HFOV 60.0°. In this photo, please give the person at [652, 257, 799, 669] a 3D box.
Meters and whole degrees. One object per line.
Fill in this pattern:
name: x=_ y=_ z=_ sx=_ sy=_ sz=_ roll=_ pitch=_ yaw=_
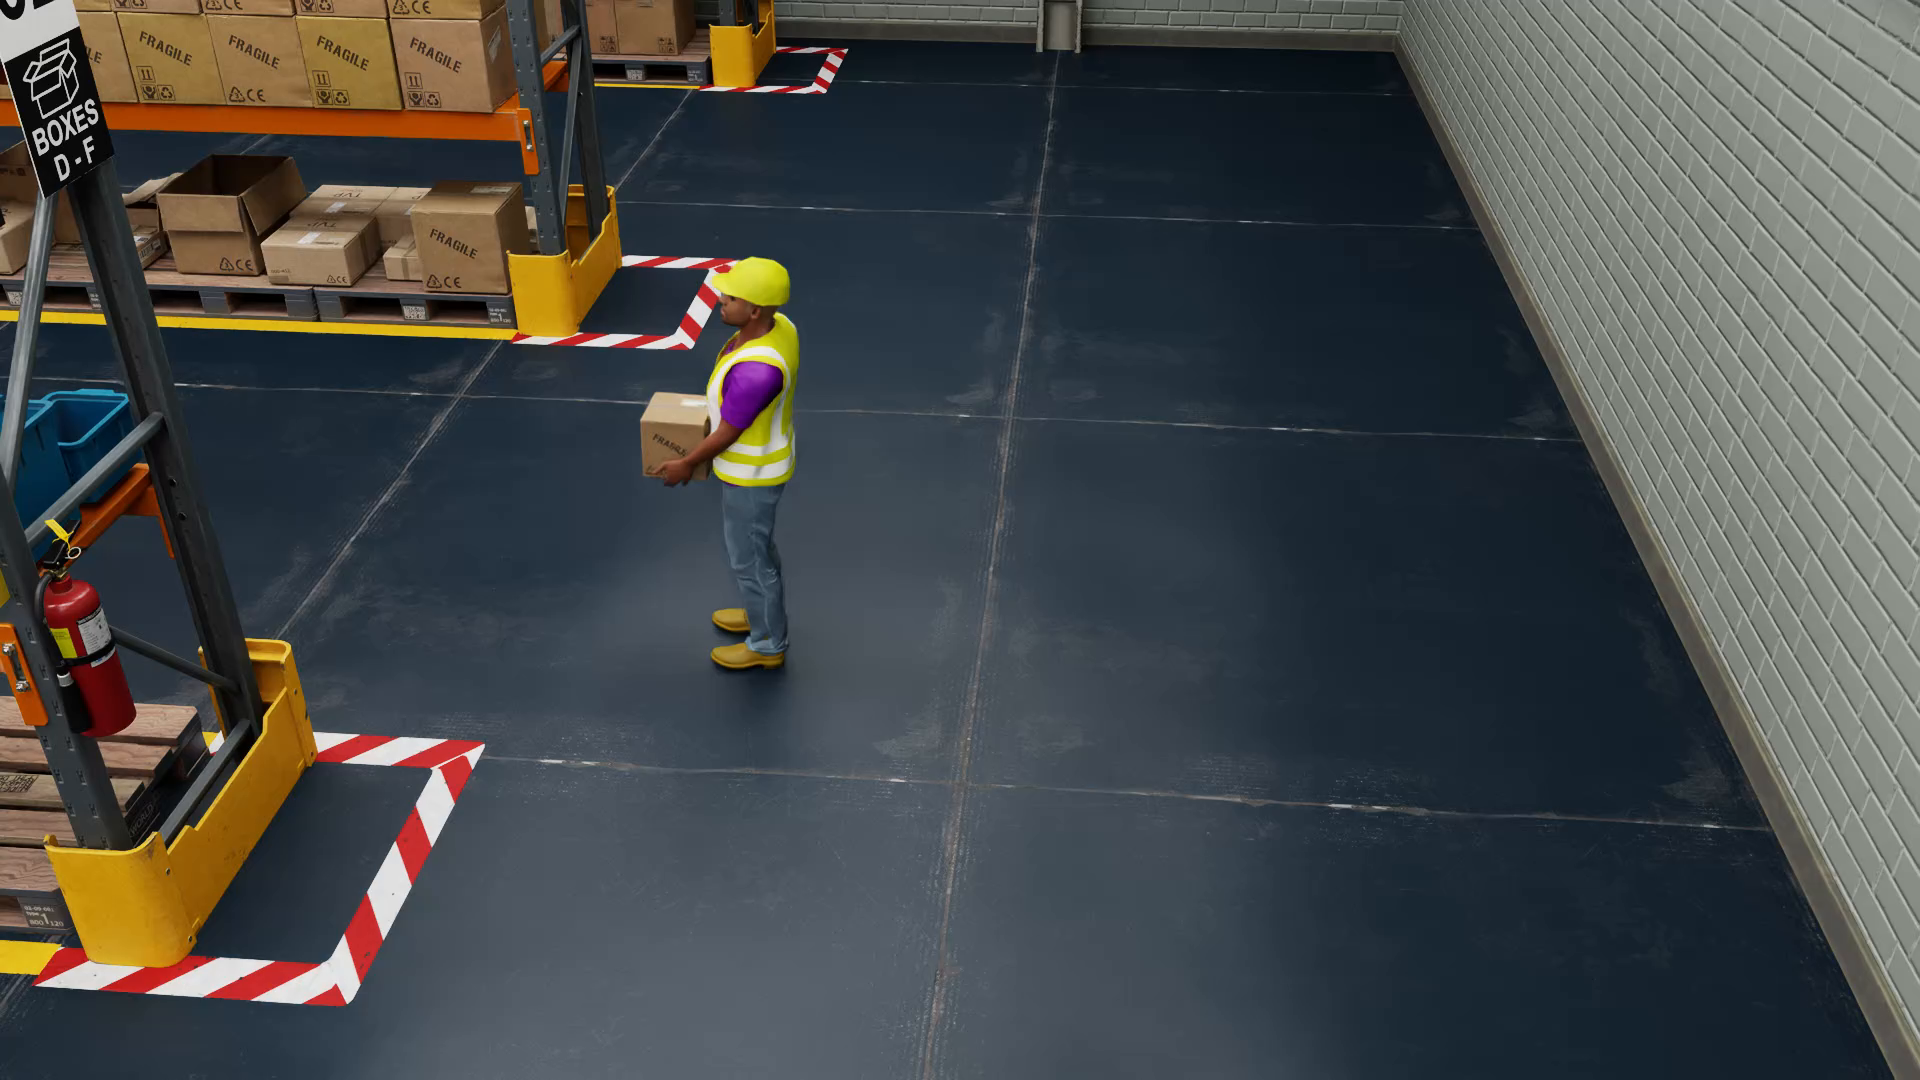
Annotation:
person: x=-0.907 y=-0.288 z=6.576 sx=0.571 sy=1.770 sz=0.516 roll=0 pitch=32 yaw=-1
